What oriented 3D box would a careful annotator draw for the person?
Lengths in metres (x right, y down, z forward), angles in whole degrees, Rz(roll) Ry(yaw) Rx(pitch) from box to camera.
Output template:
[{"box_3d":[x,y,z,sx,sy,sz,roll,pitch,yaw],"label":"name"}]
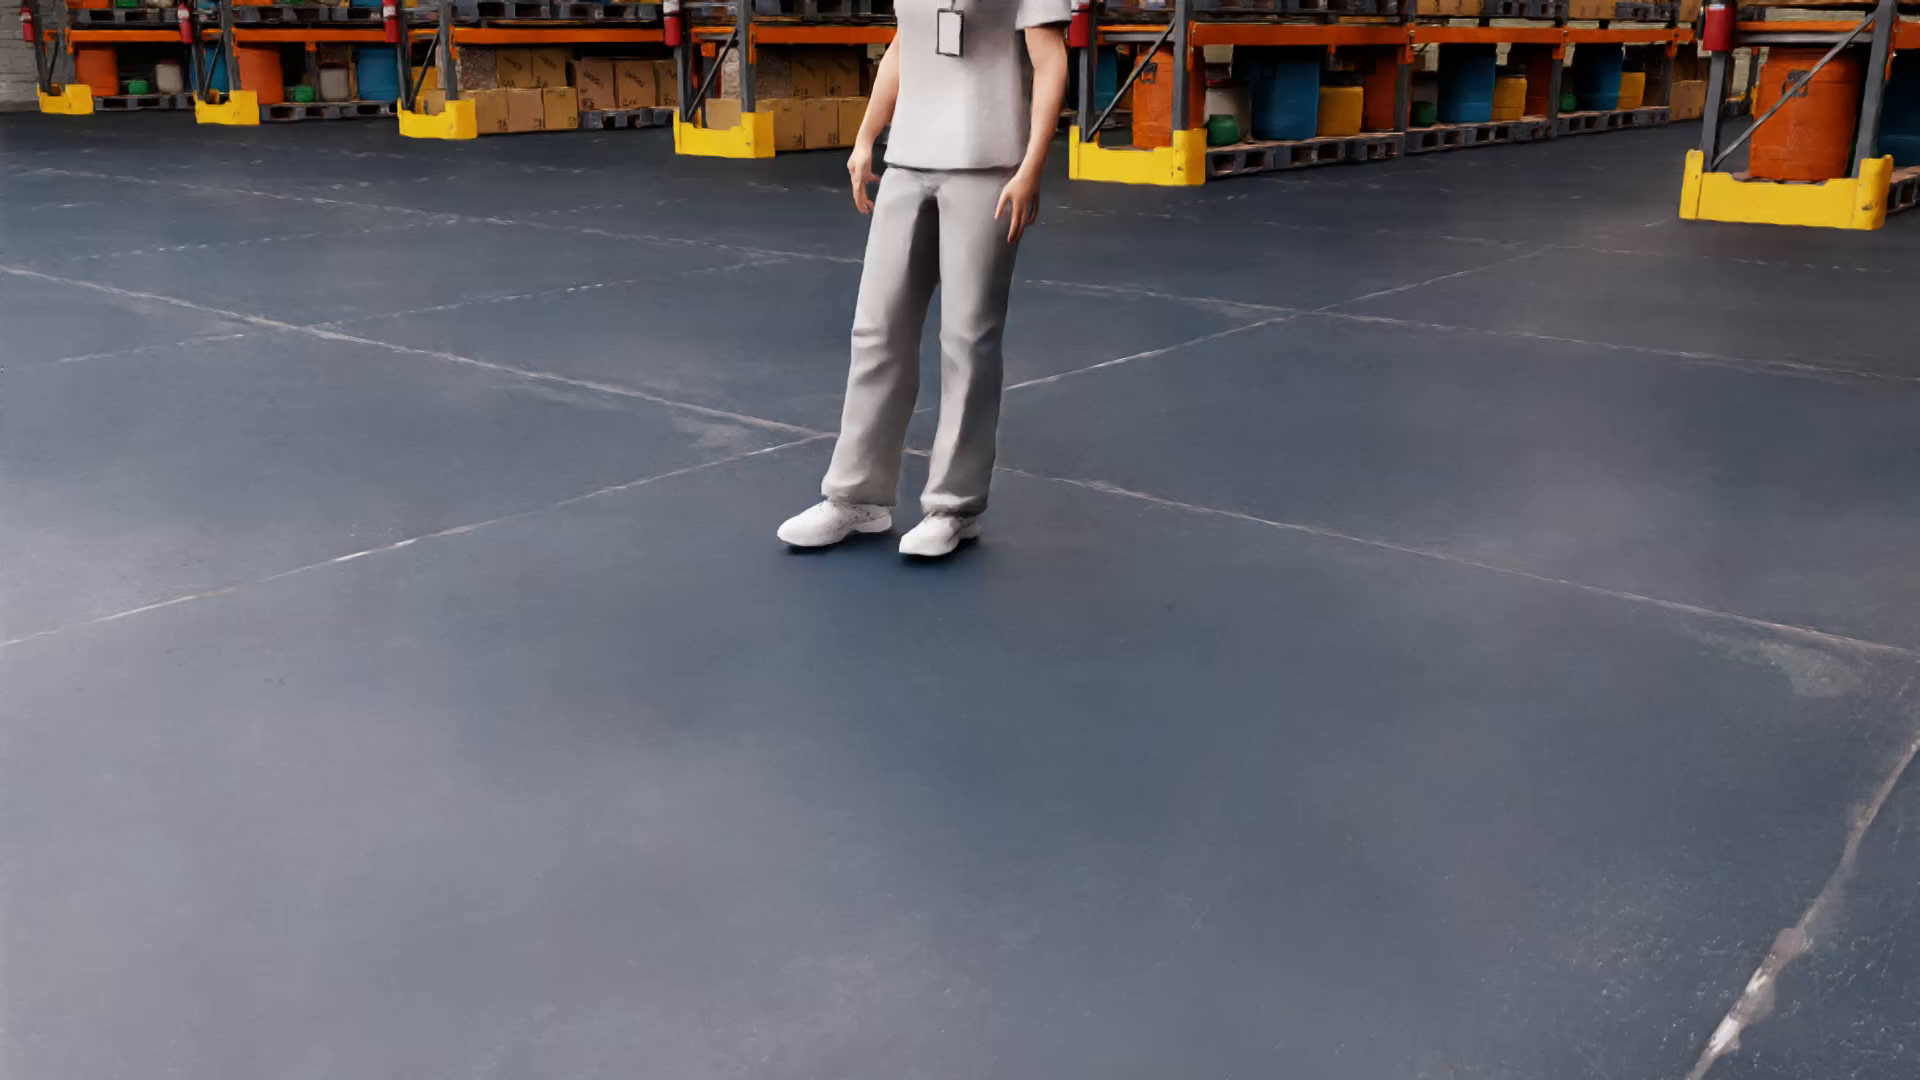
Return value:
[{"box_3d":[-0.057,-0.781,3.654,0.550,1.646,0.548,13,21,37],"label":"person"}]
